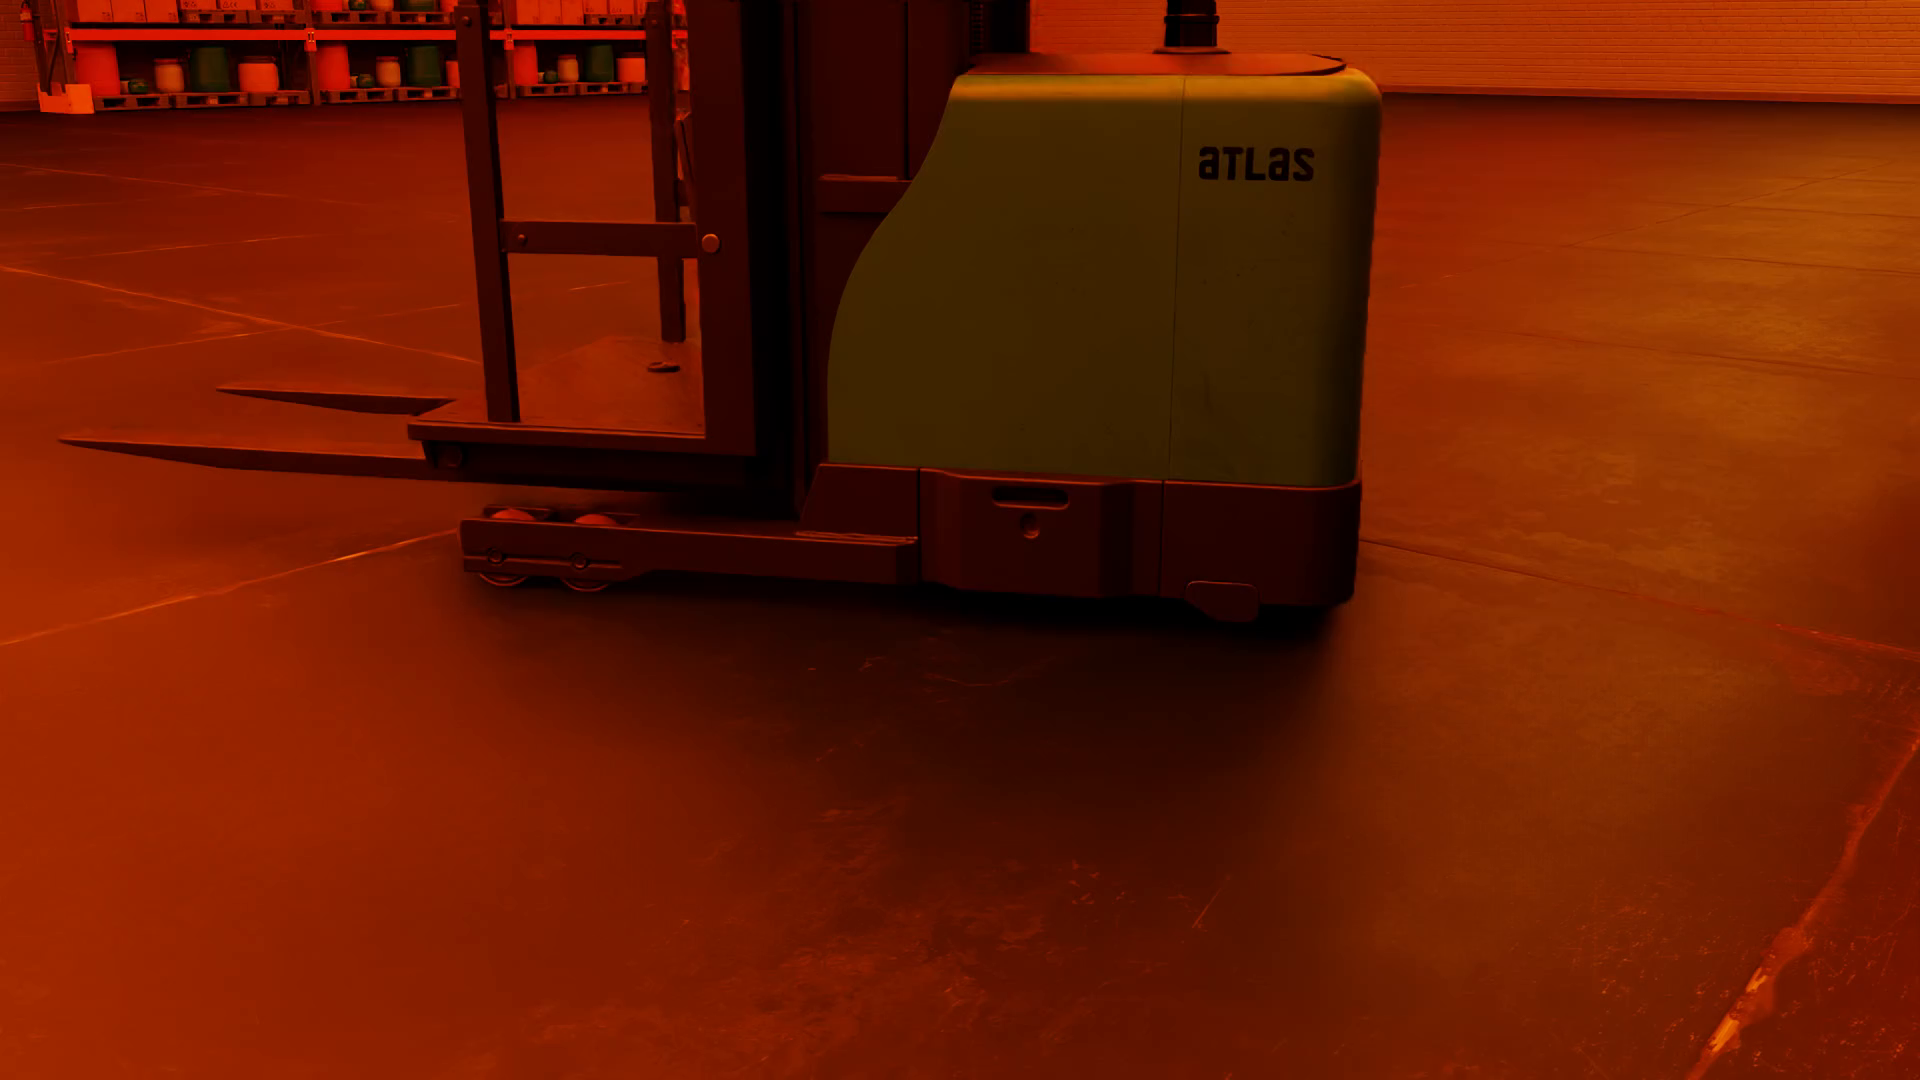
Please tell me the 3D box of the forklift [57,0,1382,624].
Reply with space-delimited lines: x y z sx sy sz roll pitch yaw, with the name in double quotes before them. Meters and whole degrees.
"forklift" -0.608 -1.435 3.622 3.031 2.935 1.130 3 17 11
